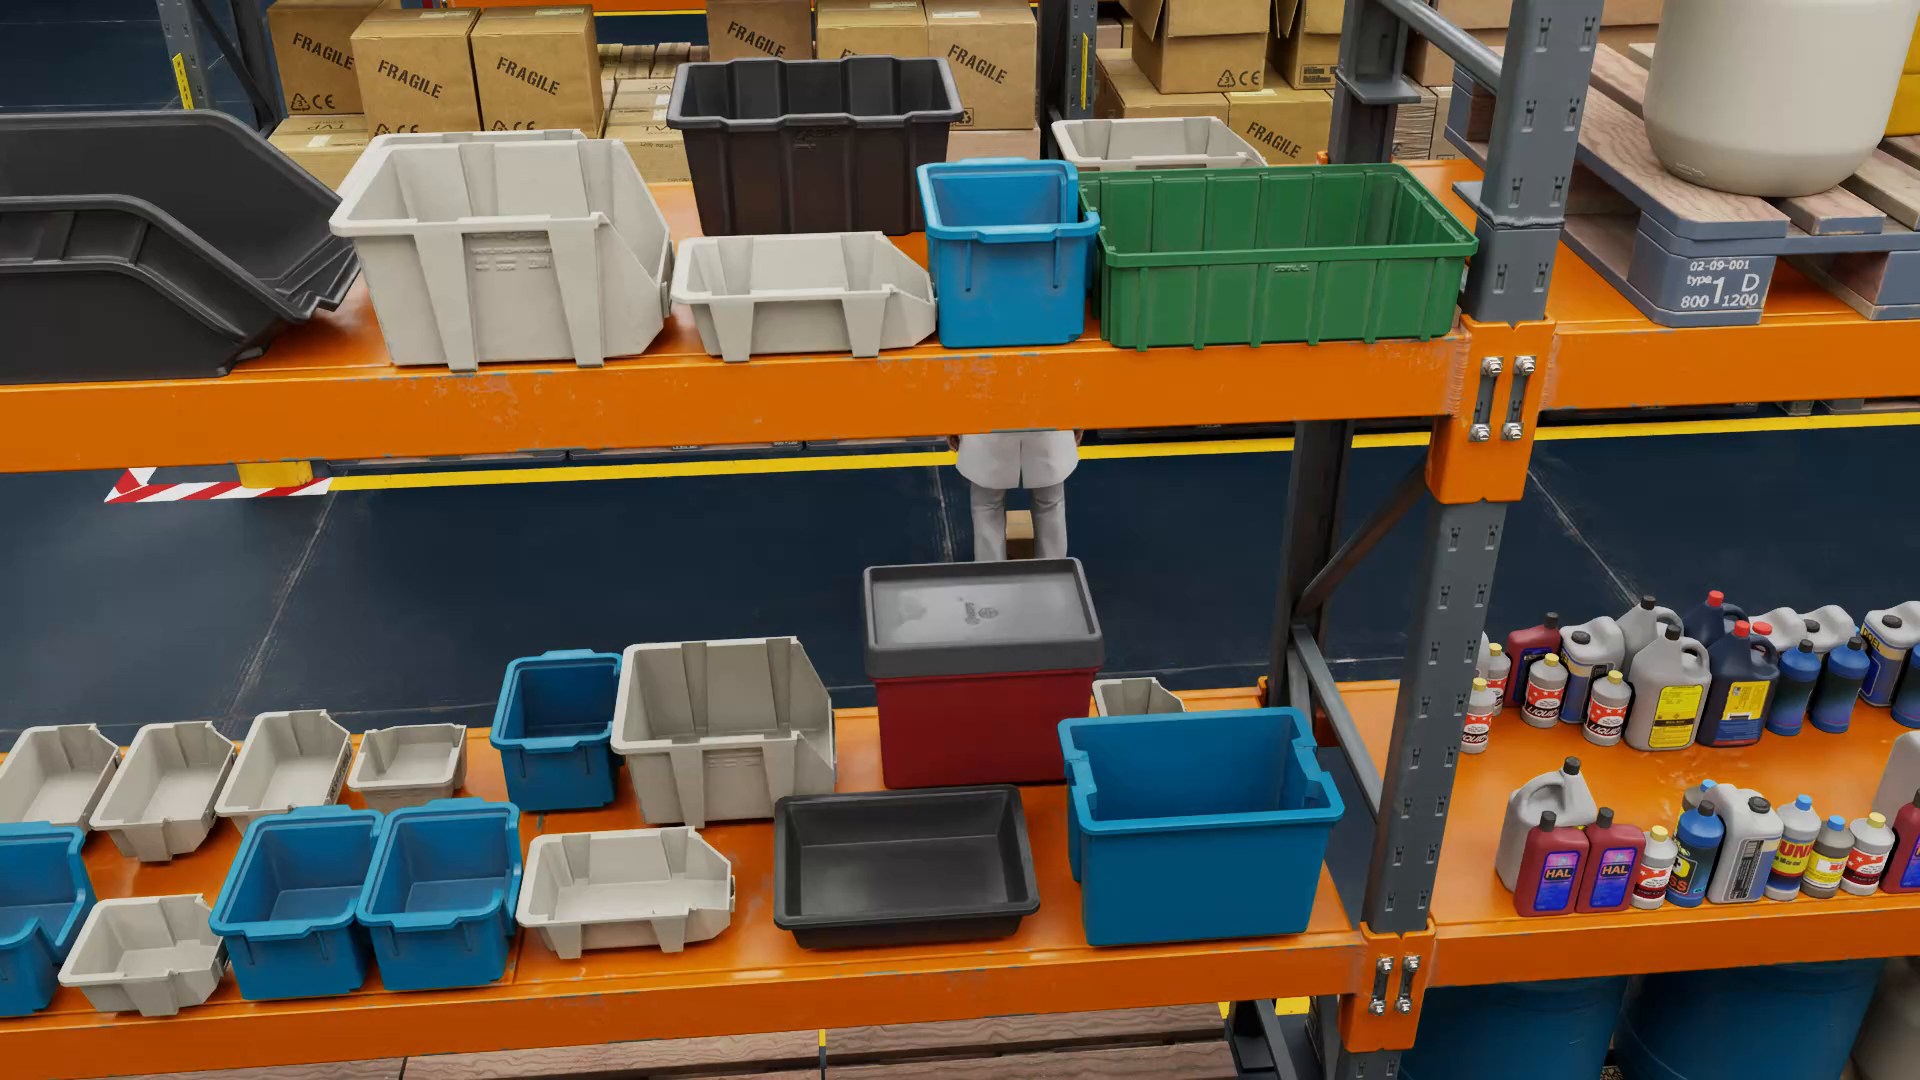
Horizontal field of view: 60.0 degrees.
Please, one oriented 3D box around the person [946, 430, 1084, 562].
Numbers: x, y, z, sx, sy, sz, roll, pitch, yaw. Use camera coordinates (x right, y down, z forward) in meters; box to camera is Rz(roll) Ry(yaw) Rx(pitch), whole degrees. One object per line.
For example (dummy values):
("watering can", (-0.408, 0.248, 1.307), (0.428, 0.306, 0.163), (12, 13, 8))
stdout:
("person", (0.238, -0.494, 6.979), (0.643, 1.774, 0.423), (-3, 31, -4))
